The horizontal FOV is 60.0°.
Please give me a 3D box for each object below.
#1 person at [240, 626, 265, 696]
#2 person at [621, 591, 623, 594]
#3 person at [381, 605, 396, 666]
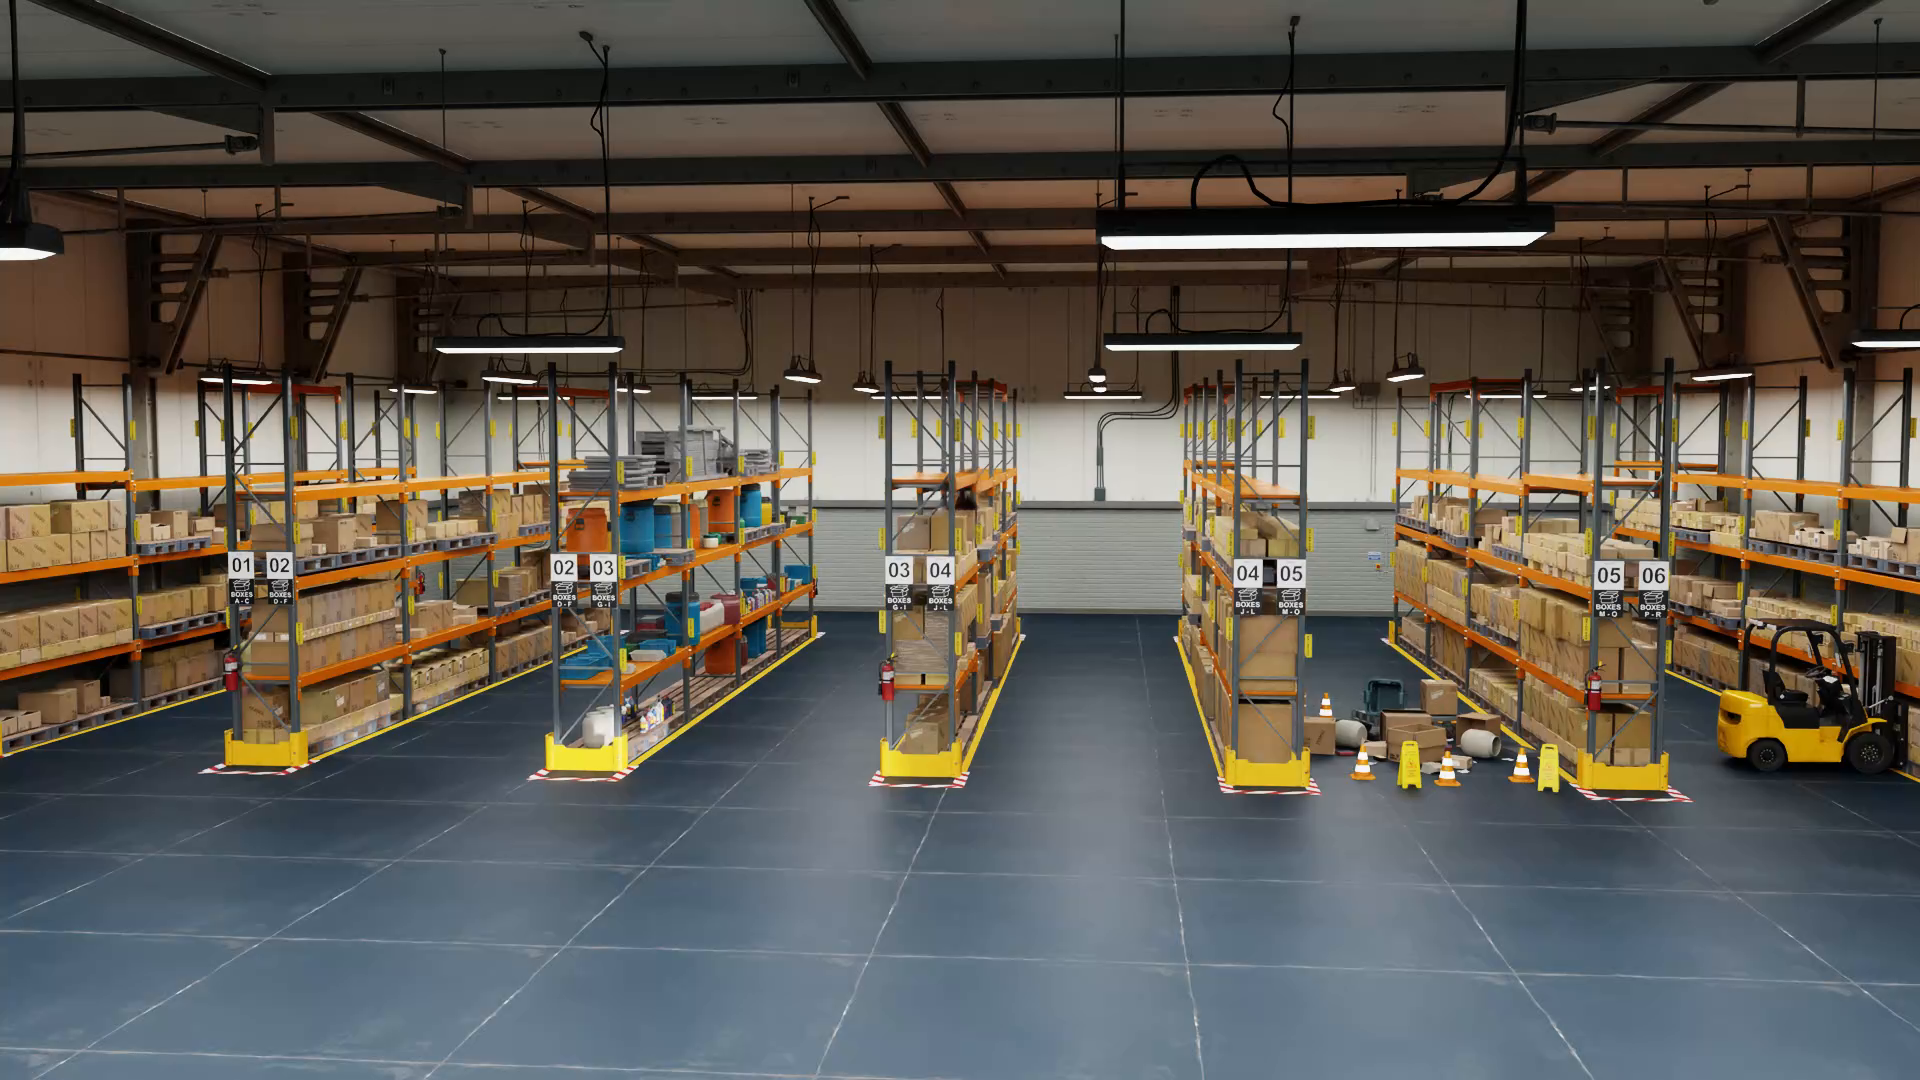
[{"bbox_3d":[-12.249,2.296,28.730,0.555,1.629,0.961,0,4,-6],"label":"person"},{"bbox_3d":[-9.041,1.316,43.232,0.510,1.676,0.457,-3,5,-36],"label":"person"},{"bbox_3d":[-11.770,1.888,33.856,0.531,1.728,1.048,0,4,3],"label":"person"}]
